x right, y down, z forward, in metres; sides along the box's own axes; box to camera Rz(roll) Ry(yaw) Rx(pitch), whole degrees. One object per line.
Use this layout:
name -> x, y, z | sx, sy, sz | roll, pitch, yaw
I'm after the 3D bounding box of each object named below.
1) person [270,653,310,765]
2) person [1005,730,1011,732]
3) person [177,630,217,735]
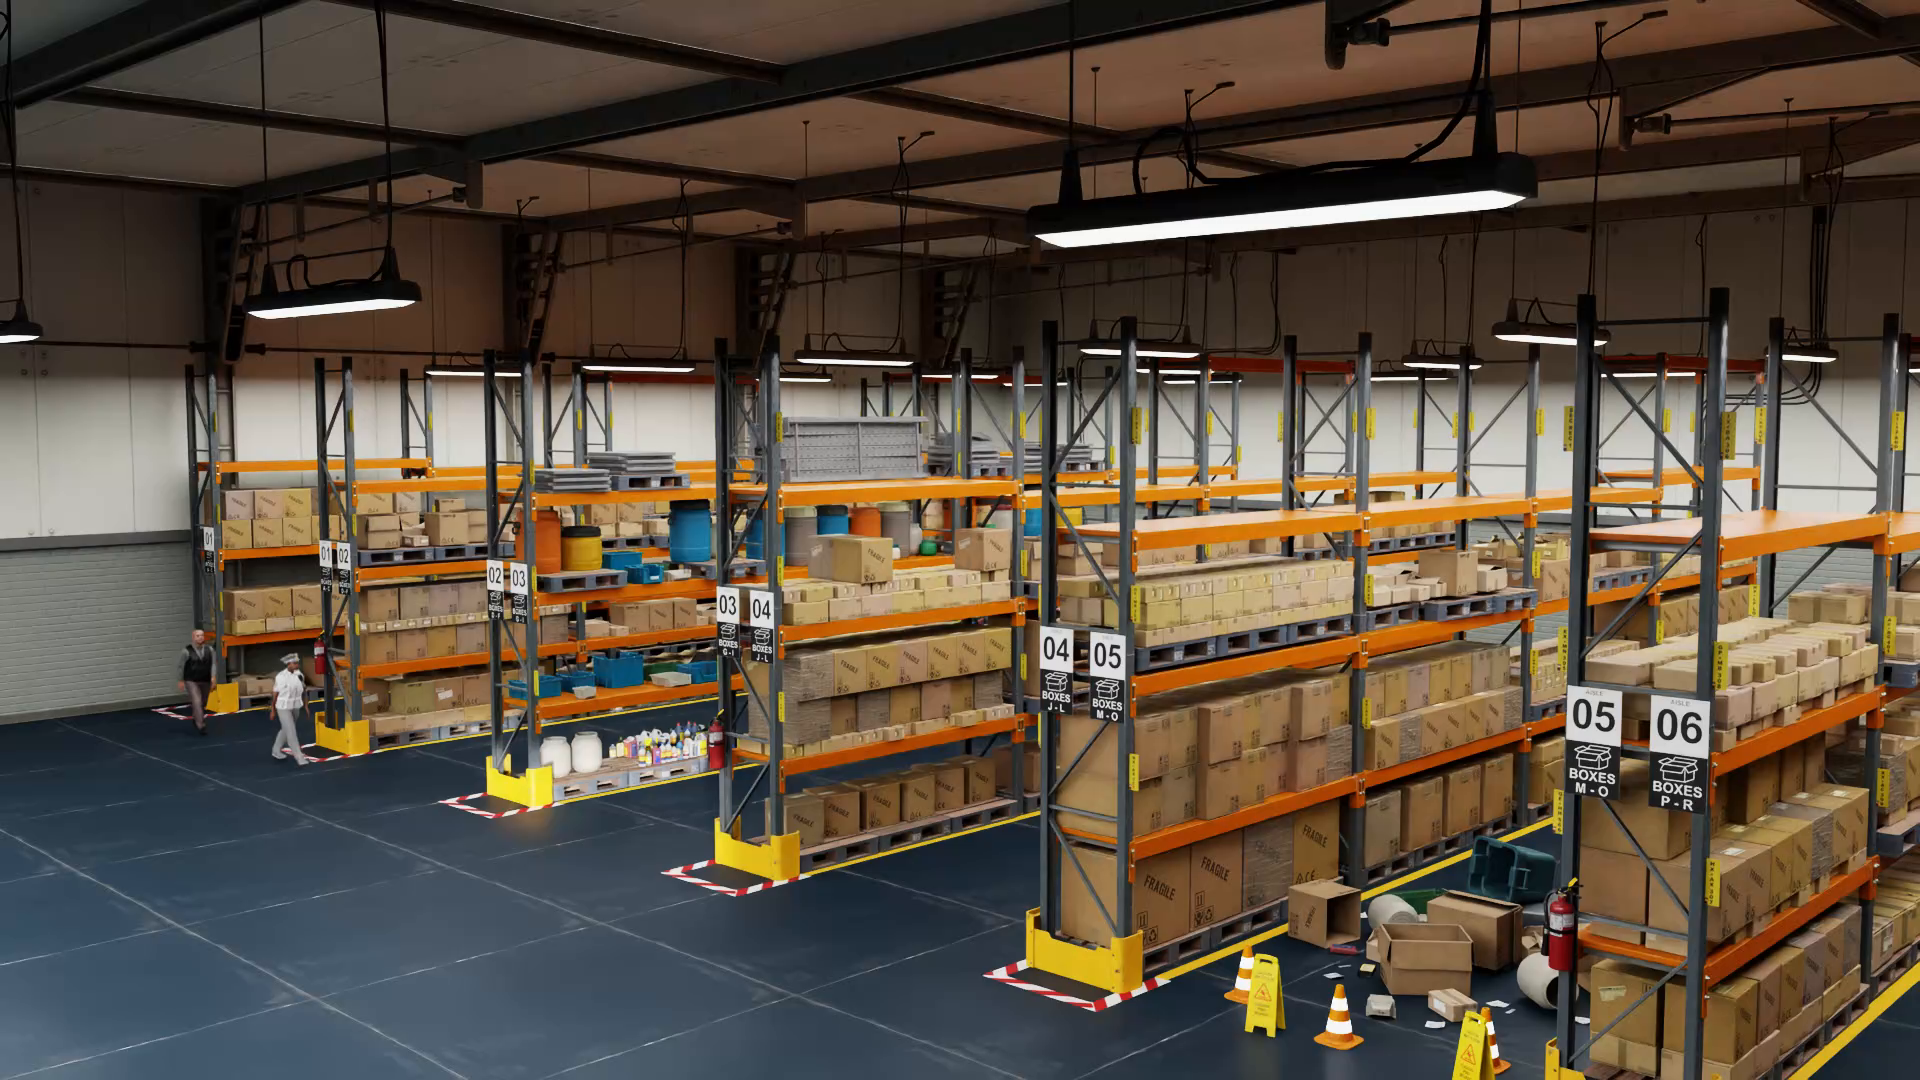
person -> -9.836, 2.458, 24.454 | 1.002, 1.609, 0.511 | 3, 5, 33
person -> 0.813, 2.254, 26.823 | 0.555, 1.724, 0.589 | -3, 5, -36
person -> -12.291, 2.271, 26.800 | 0.576, 1.672, 1.067 | -3, 5, -34
